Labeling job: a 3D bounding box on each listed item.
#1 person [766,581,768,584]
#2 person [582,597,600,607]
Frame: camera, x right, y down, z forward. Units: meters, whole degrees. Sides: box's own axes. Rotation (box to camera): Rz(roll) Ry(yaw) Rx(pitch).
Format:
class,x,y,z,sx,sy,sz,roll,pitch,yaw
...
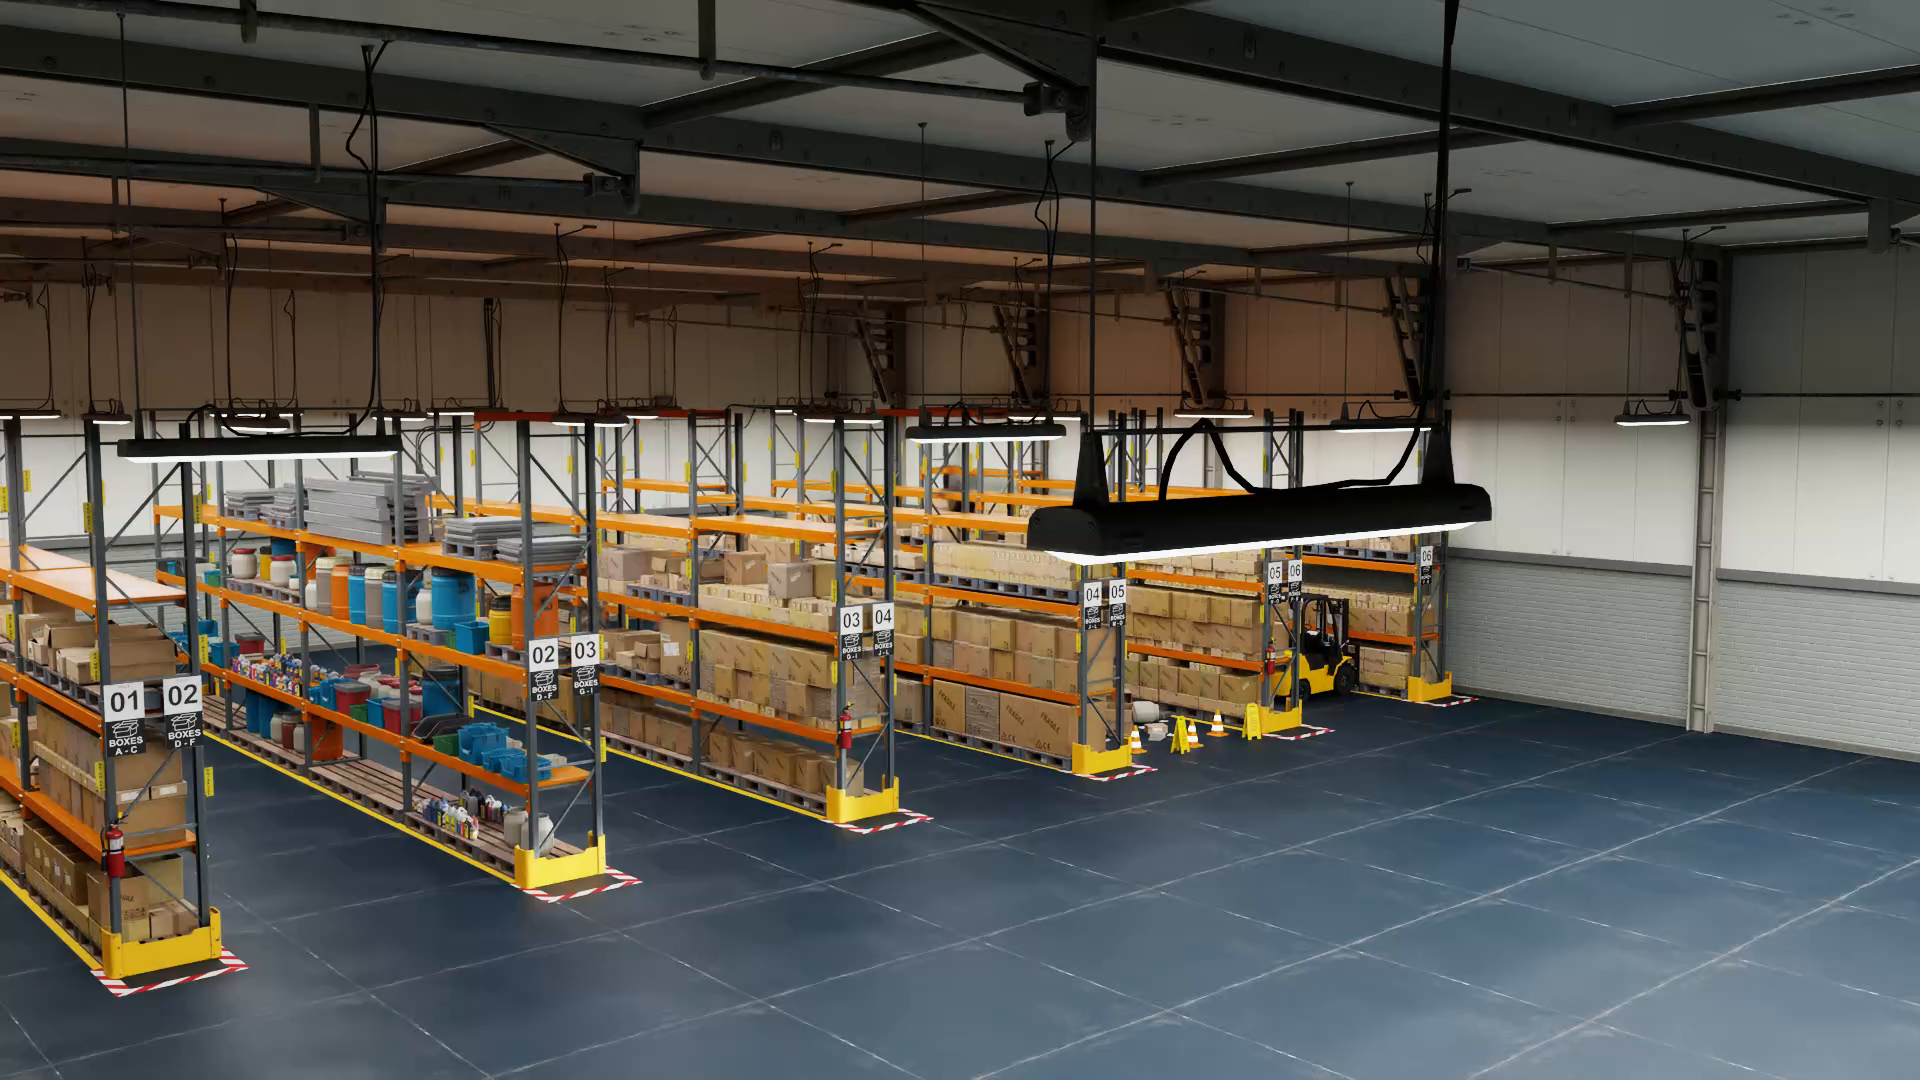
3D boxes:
class,x,y,z,sx,sy,sz,roll,pitch,yaw
person,-5.031,1.563,44.586,0.435,1.720,0.762,-2,5,-19
person,-9.233,1.921,40.847,0.781,1.721,0.817,5,7,44
